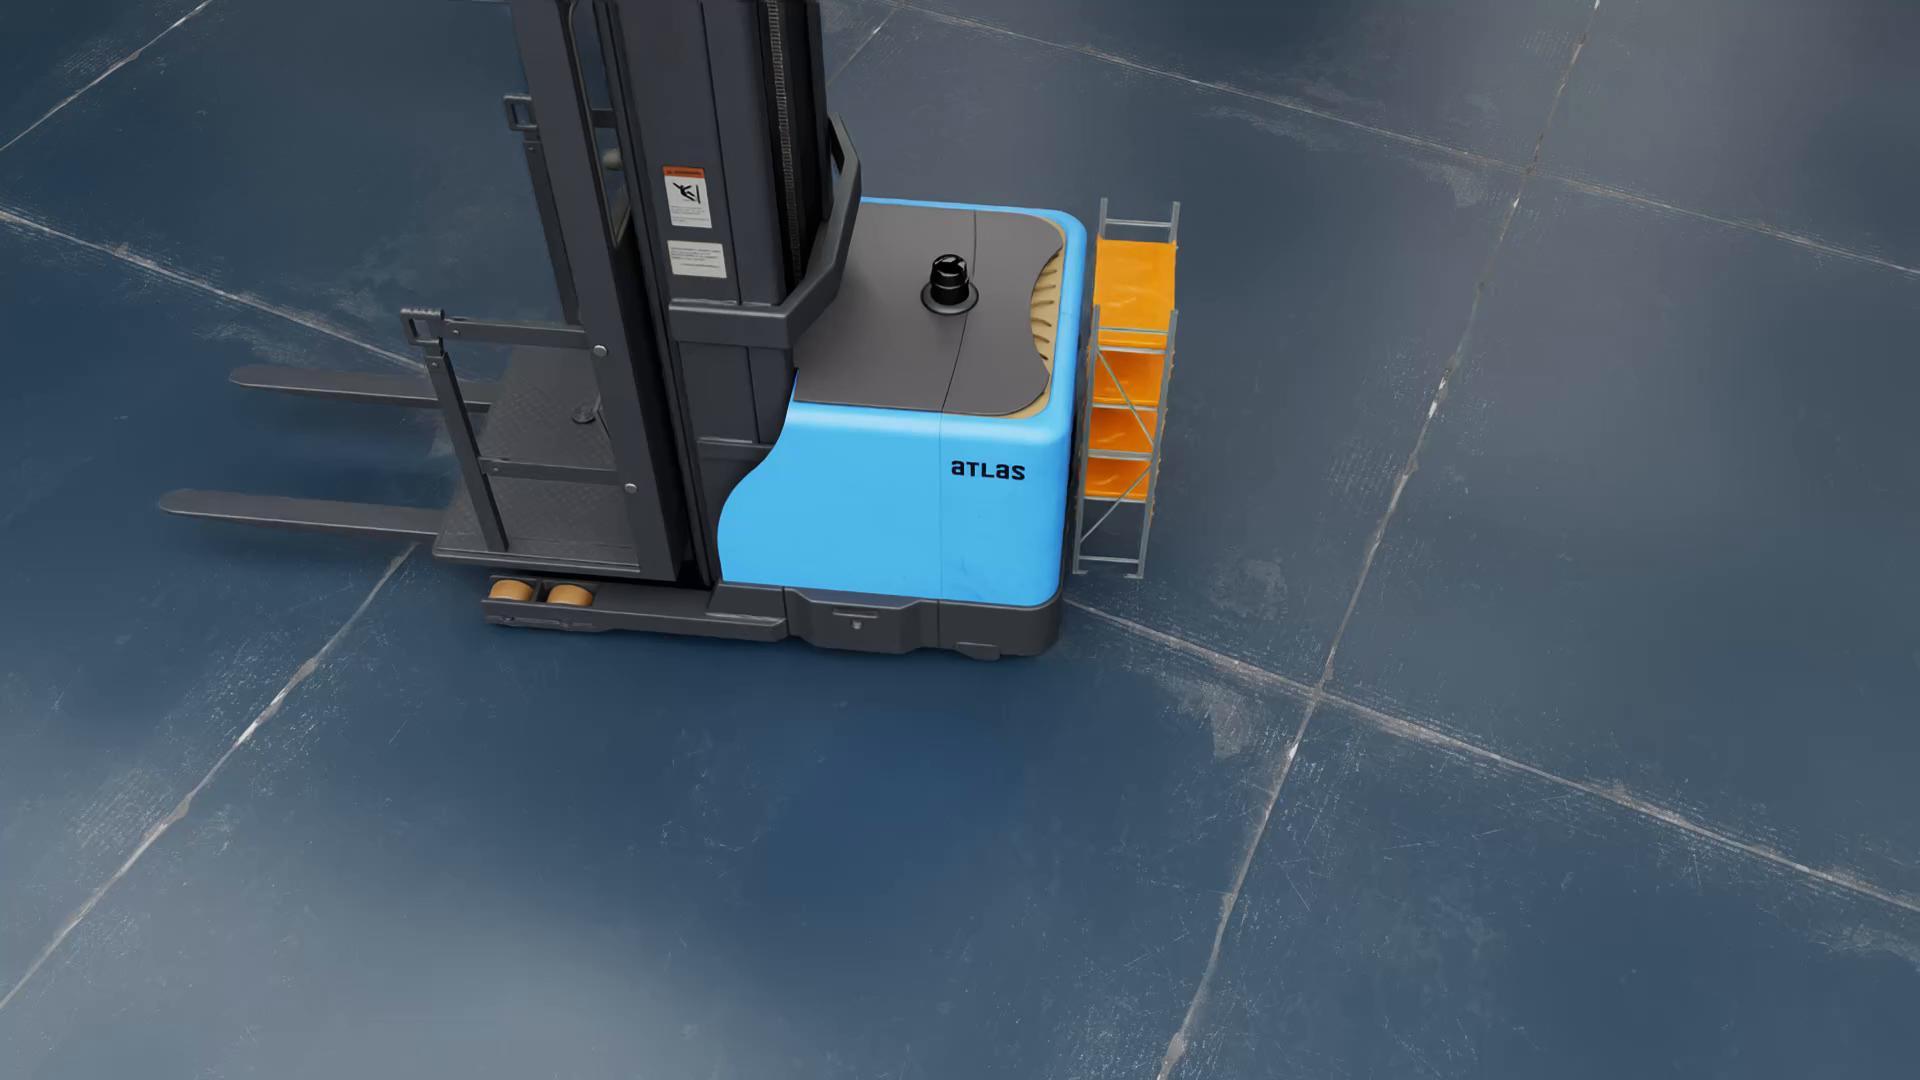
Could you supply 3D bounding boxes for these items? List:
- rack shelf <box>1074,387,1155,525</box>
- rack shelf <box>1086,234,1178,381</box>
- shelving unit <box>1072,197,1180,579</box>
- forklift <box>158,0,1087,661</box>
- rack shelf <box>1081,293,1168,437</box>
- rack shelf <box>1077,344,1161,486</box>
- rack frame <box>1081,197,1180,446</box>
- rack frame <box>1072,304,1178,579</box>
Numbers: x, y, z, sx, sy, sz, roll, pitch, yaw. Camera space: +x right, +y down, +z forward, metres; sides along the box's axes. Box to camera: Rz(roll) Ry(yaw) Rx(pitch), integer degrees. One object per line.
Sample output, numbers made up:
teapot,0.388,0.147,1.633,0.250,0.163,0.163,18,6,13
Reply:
rack shelf,0.524,-0.282,5.552,0.258,0.148,0.480,4,50,4
rack shelf,0.524,-0.709,5.050,0.258,0.148,0.480,4,50,4
shelving unit,0.524,-0.455,5.349,0.258,1.200,0.503,4,50,4
forklift,-1.141,-1.044,4.714,3.031,2.935,1.130,5,50,4
rack shelf,0.524,-0.556,5.230,0.258,0.148,0.480,4,50,4
rack shelf,0.524,-0.411,5.400,0.258,0.148,0.480,4,50,4
rack frame,0.548,-0.640,5.506,0.240,1.200,0.015,4,50,4
rack frame,0.500,-0.270,5.192,0.240,1.200,0.015,4,50,4
